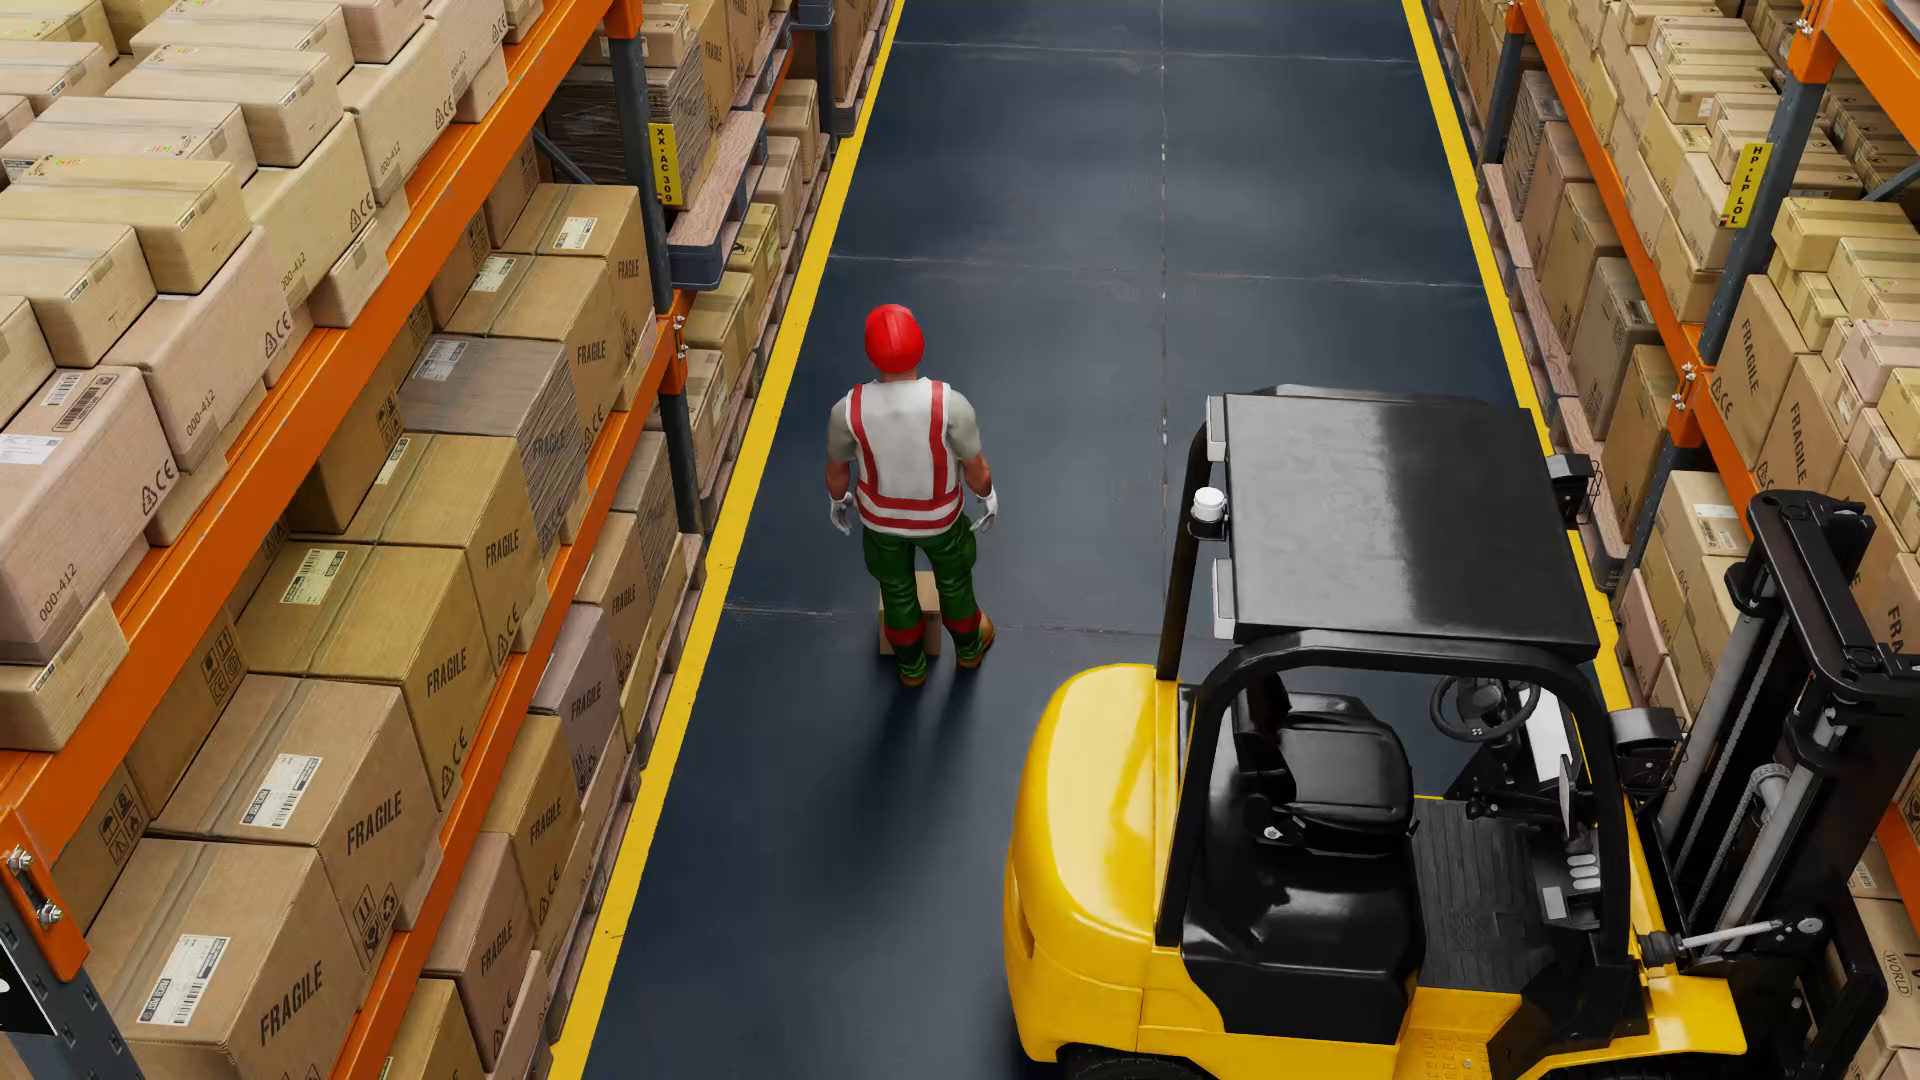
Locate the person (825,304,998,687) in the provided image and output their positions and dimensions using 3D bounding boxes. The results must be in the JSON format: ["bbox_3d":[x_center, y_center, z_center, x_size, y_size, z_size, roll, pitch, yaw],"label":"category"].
[{"bbox_3d":[-0.173,-0.168,6.326,0.638,1.787,0.564,2,40,2],"label":"person"}]
